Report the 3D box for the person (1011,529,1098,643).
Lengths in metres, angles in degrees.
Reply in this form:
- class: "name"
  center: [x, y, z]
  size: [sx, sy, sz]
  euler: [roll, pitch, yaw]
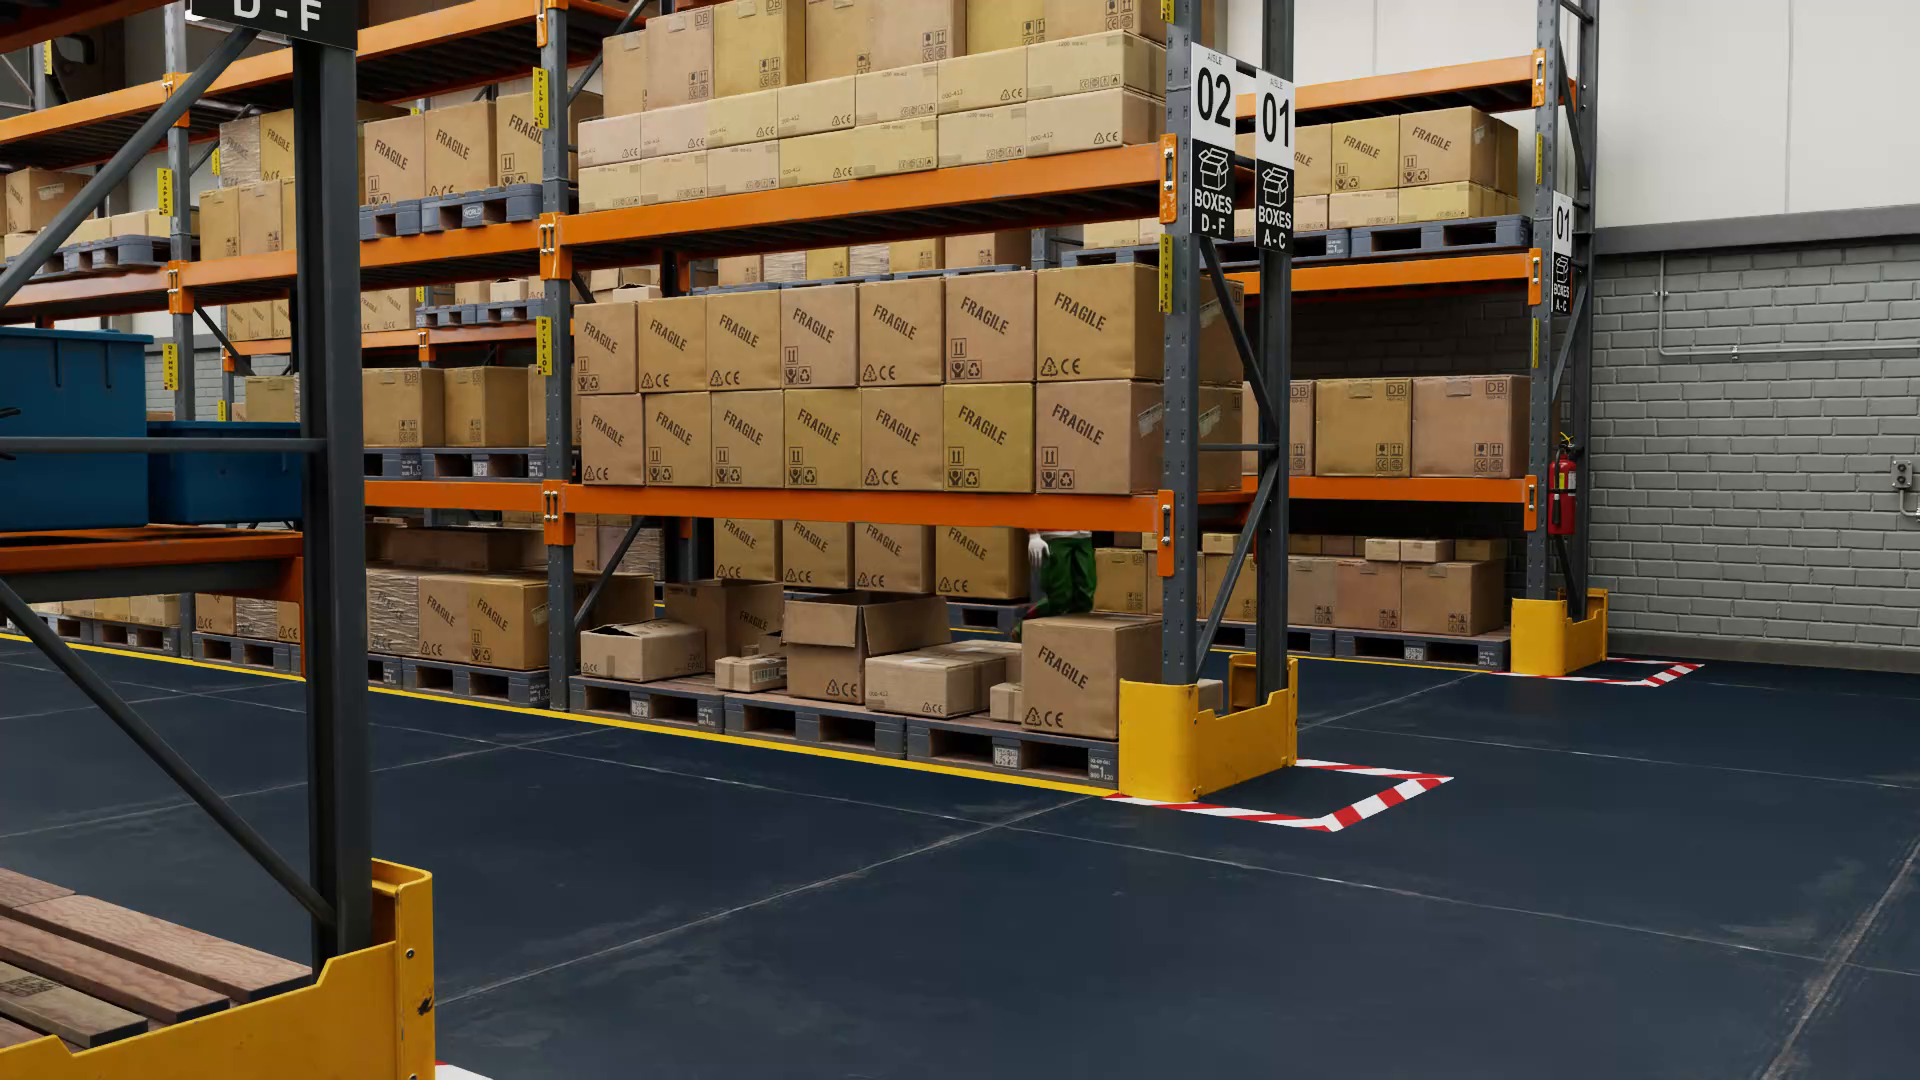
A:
- class: "person"
  center: [0.623, 0.002, 10.592]
  size: [0.560, 1.777, 0.626]
  euler: [-3, 4, -39]
